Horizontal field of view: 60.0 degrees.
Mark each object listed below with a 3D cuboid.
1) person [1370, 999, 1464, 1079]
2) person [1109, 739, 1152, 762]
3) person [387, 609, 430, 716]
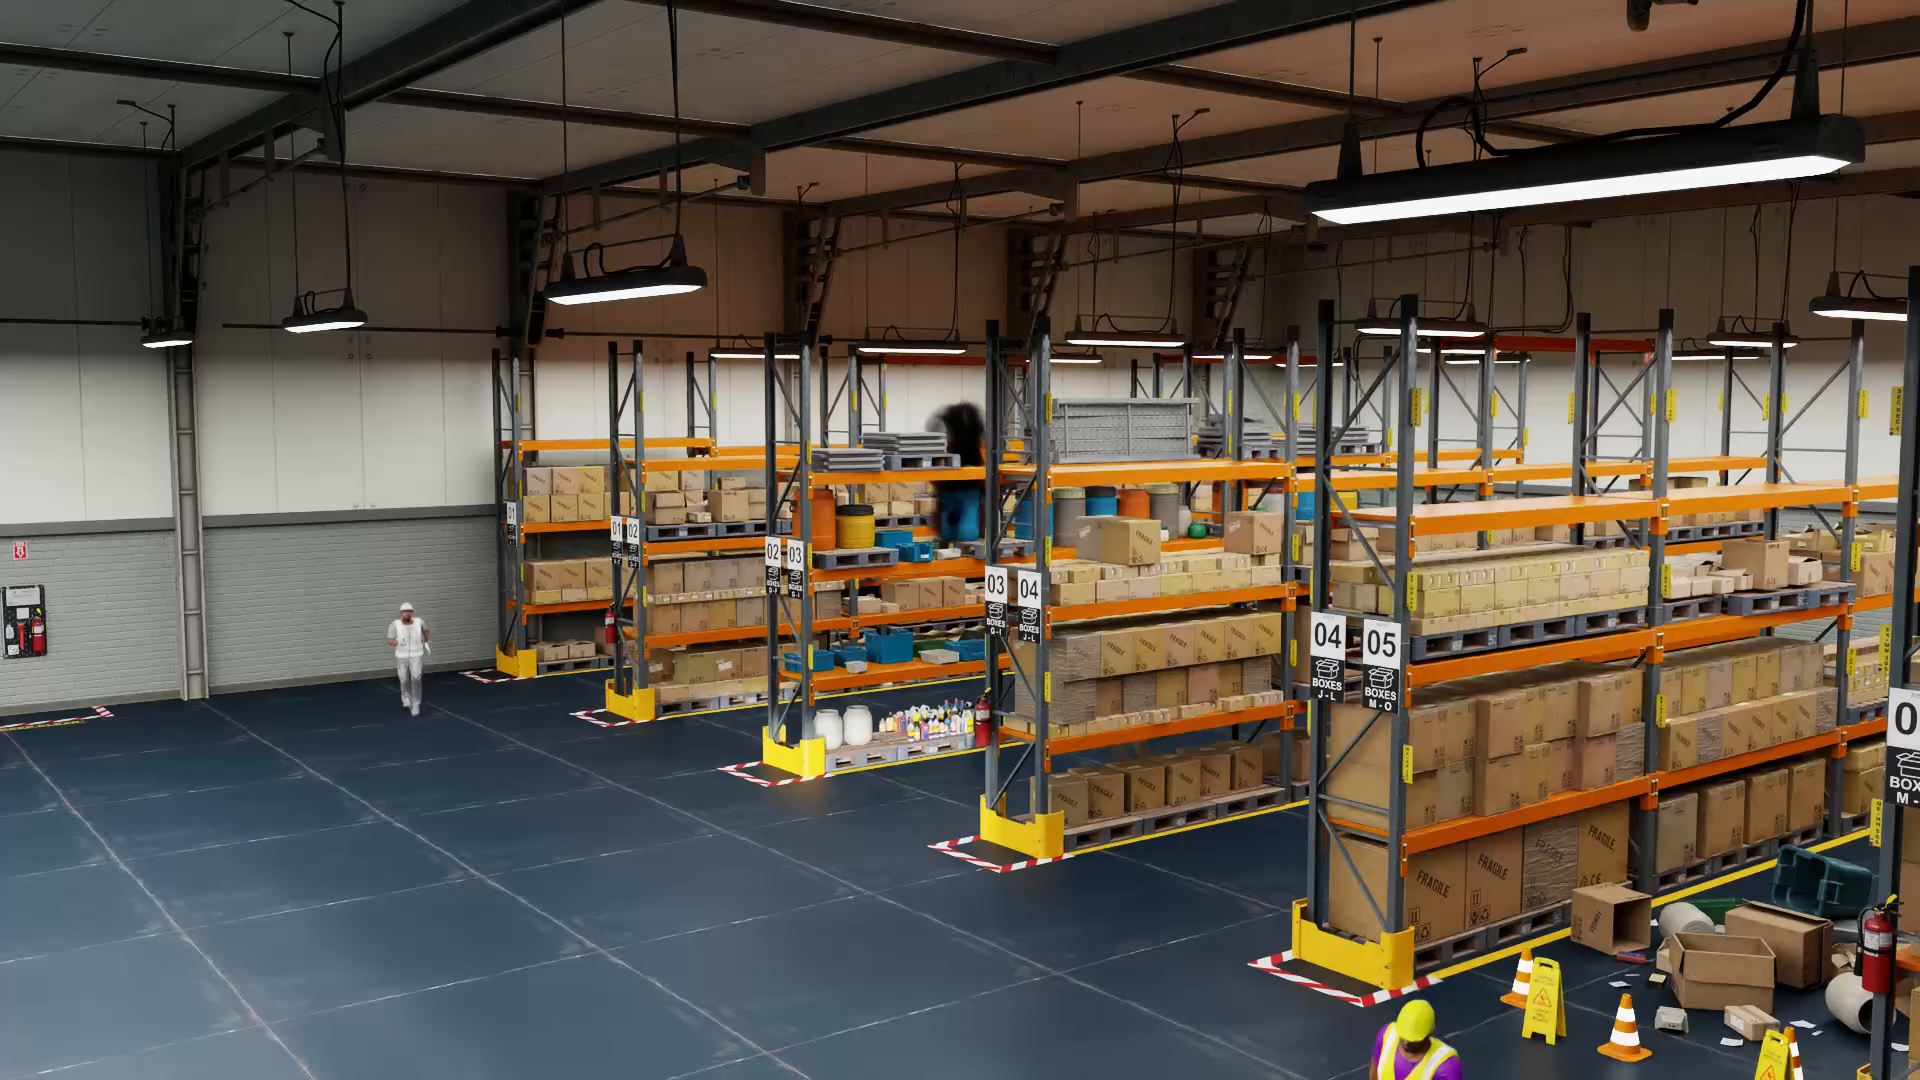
[{"bbox_3d":[2.653,3.456,9.786,0.795,1.676,0.677,5,7,43],"label":"person"},{"bbox_3d":[2.300,2.419,22.063,0.657,1.695,0.415,-5,7,-42],"label":"person"},{"bbox_3d":[-8.900,1.938,26.867,0.647,1.798,0.856,-2,5,-17],"label":"person"}]
